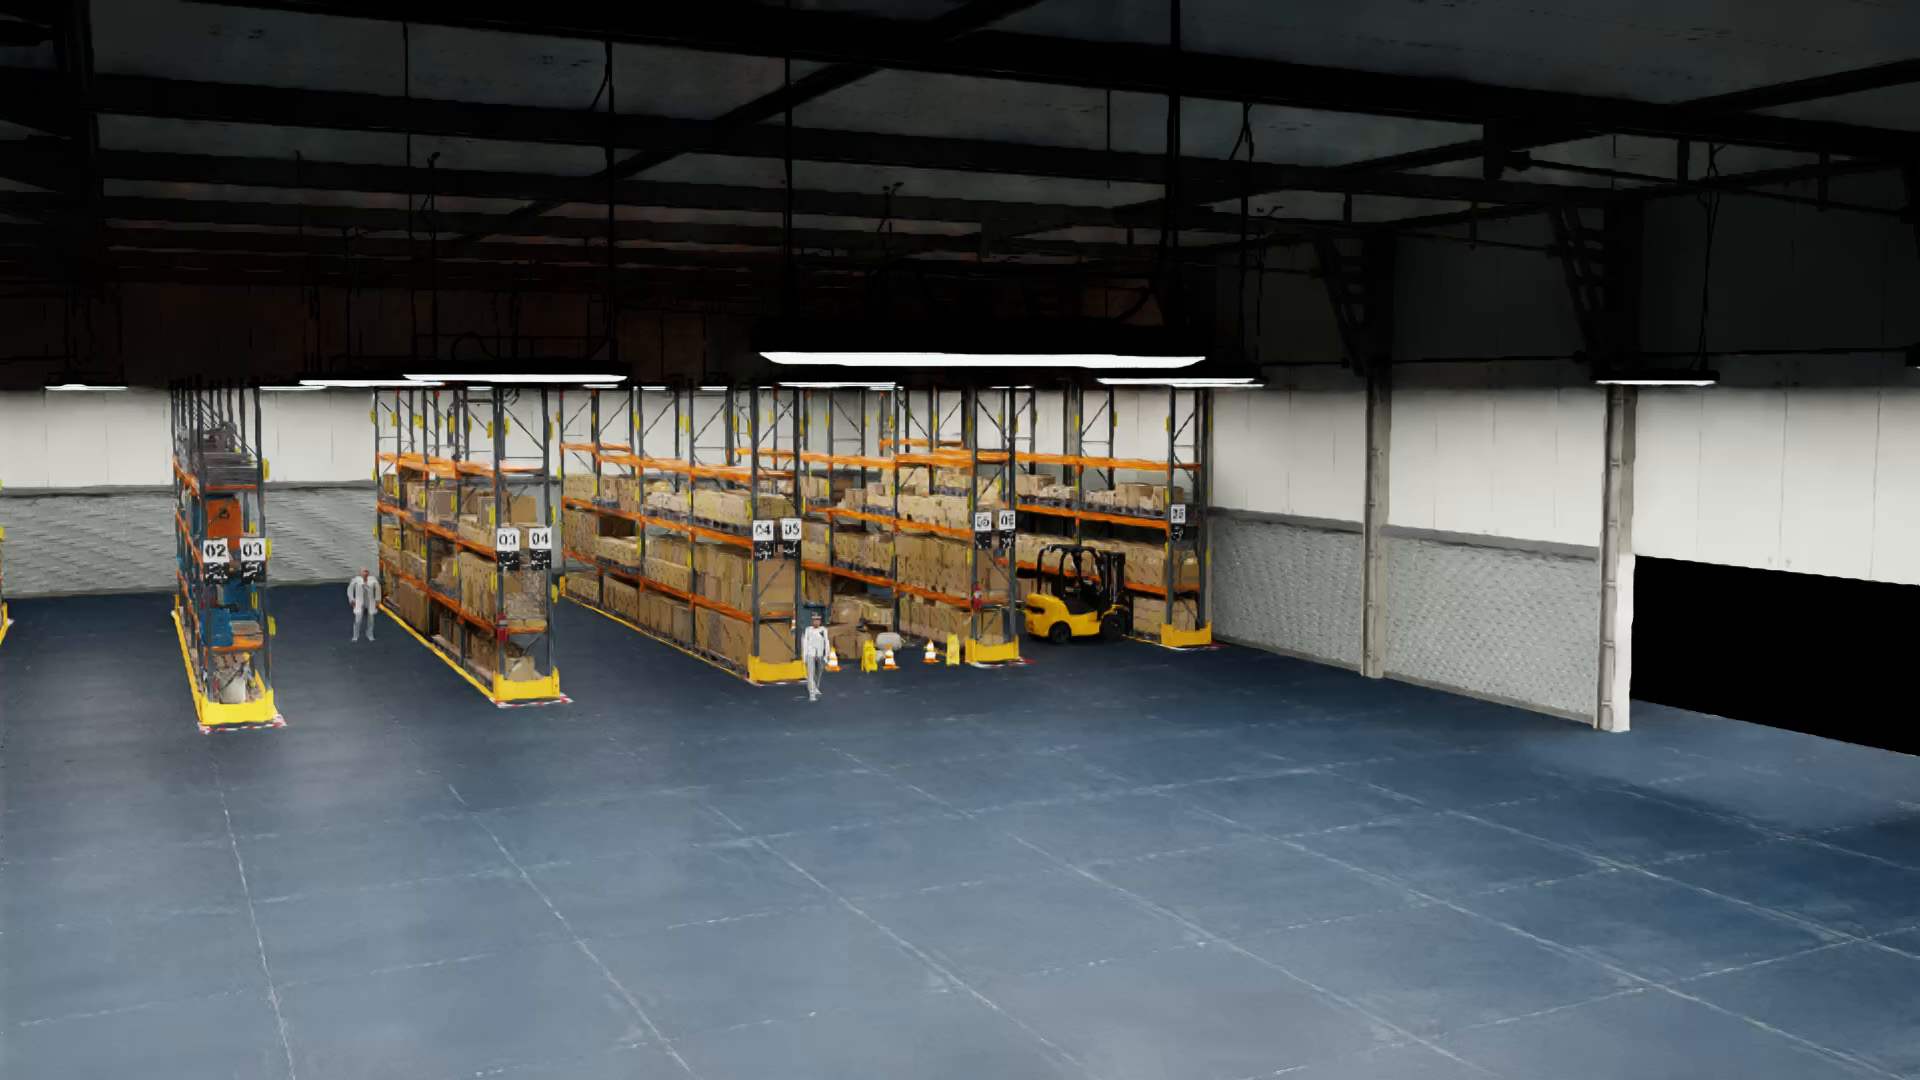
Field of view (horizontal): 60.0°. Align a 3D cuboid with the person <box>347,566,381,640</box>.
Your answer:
[{"bbox_3d":[-13.726,1.458,38.311,0.729,1.733,0.546,-3,6,-28],"label":"person"}]

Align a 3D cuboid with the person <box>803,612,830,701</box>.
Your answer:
[{"bbox_3d":[-2.668,2.142,30.967,0.484,1.620,0.986,-2,5,-17],"label":"person"}]

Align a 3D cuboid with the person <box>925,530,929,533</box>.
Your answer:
[{"bbox_3d":[-0.905,0.422,46.336,0.655,1.771,0.699,-1,5,-8],"label":"person"}]
